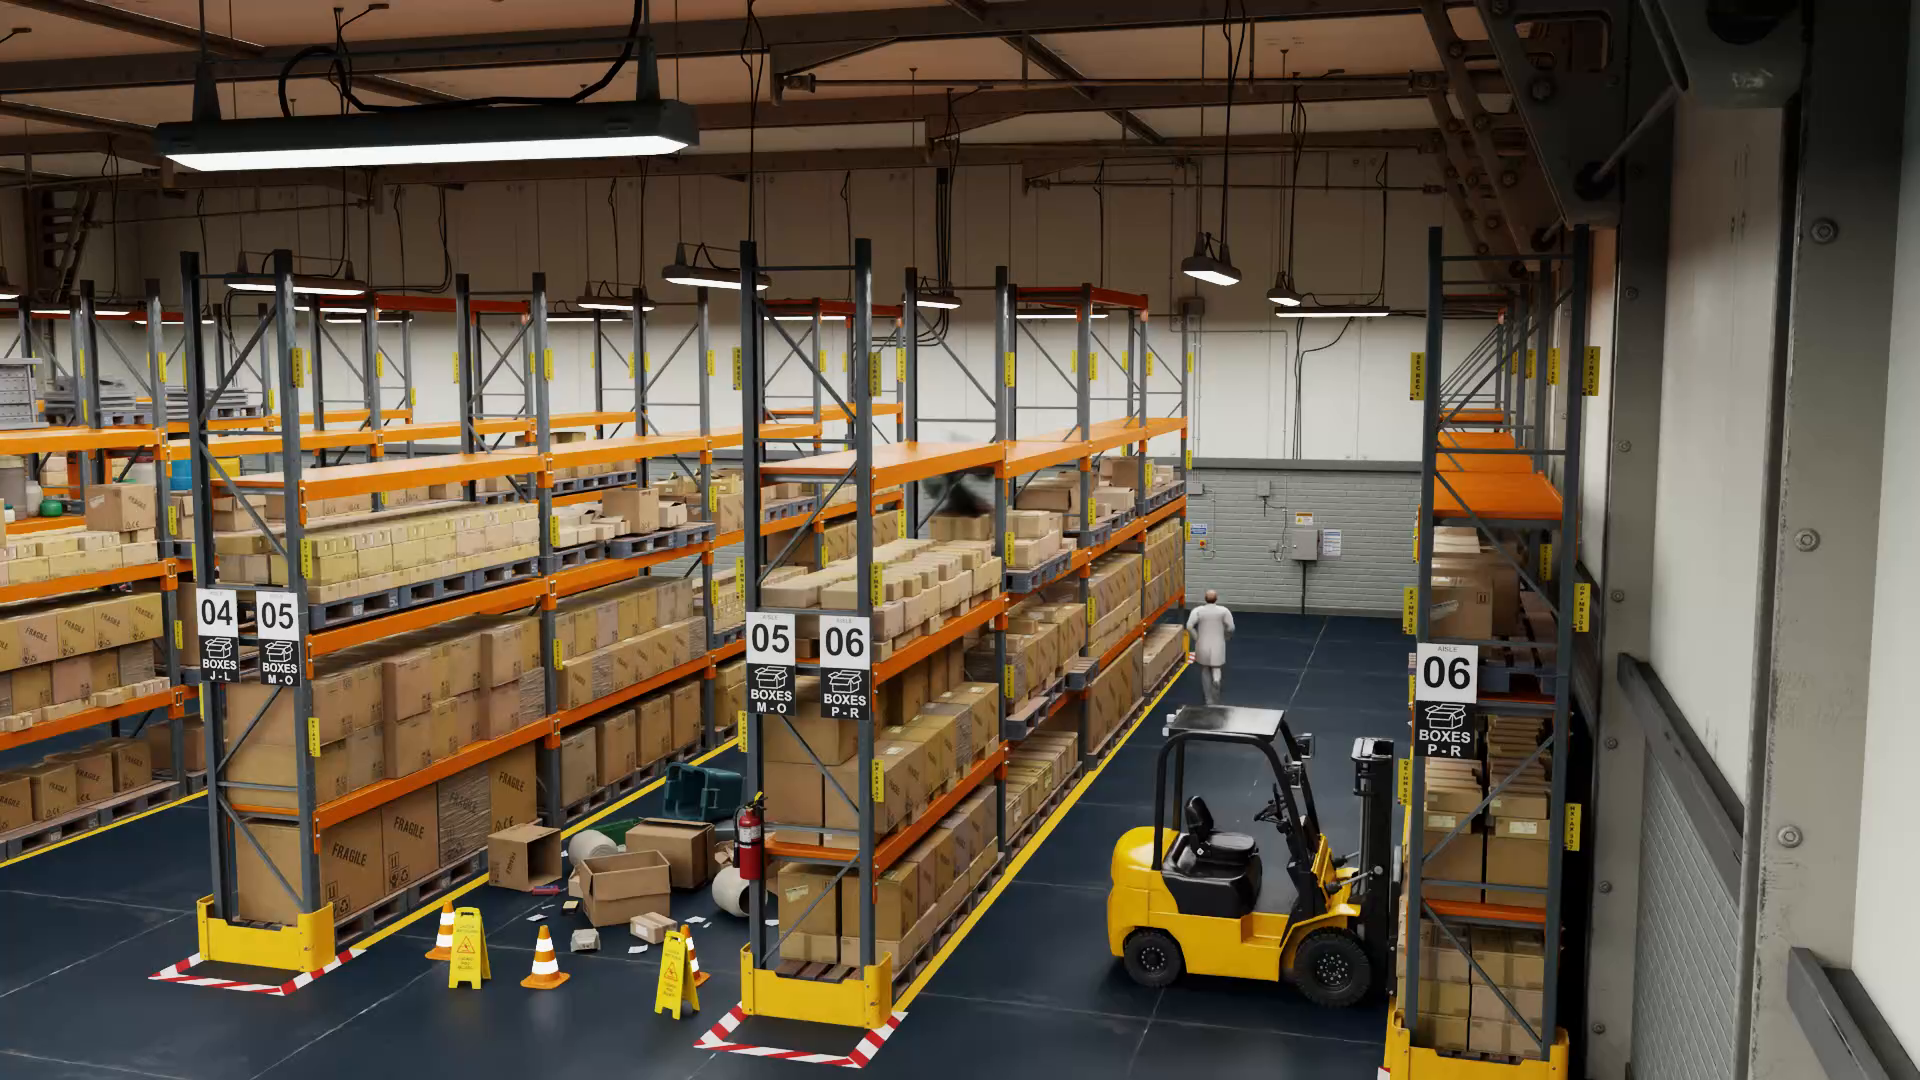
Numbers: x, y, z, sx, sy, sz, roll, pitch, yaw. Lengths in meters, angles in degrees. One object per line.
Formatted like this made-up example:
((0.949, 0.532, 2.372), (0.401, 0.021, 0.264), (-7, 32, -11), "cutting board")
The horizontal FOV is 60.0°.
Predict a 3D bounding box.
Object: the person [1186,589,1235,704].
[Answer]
((3.670, 1.580, 24.401), (0.710, 1.744, 0.770), (1, 6, 6), "person")
